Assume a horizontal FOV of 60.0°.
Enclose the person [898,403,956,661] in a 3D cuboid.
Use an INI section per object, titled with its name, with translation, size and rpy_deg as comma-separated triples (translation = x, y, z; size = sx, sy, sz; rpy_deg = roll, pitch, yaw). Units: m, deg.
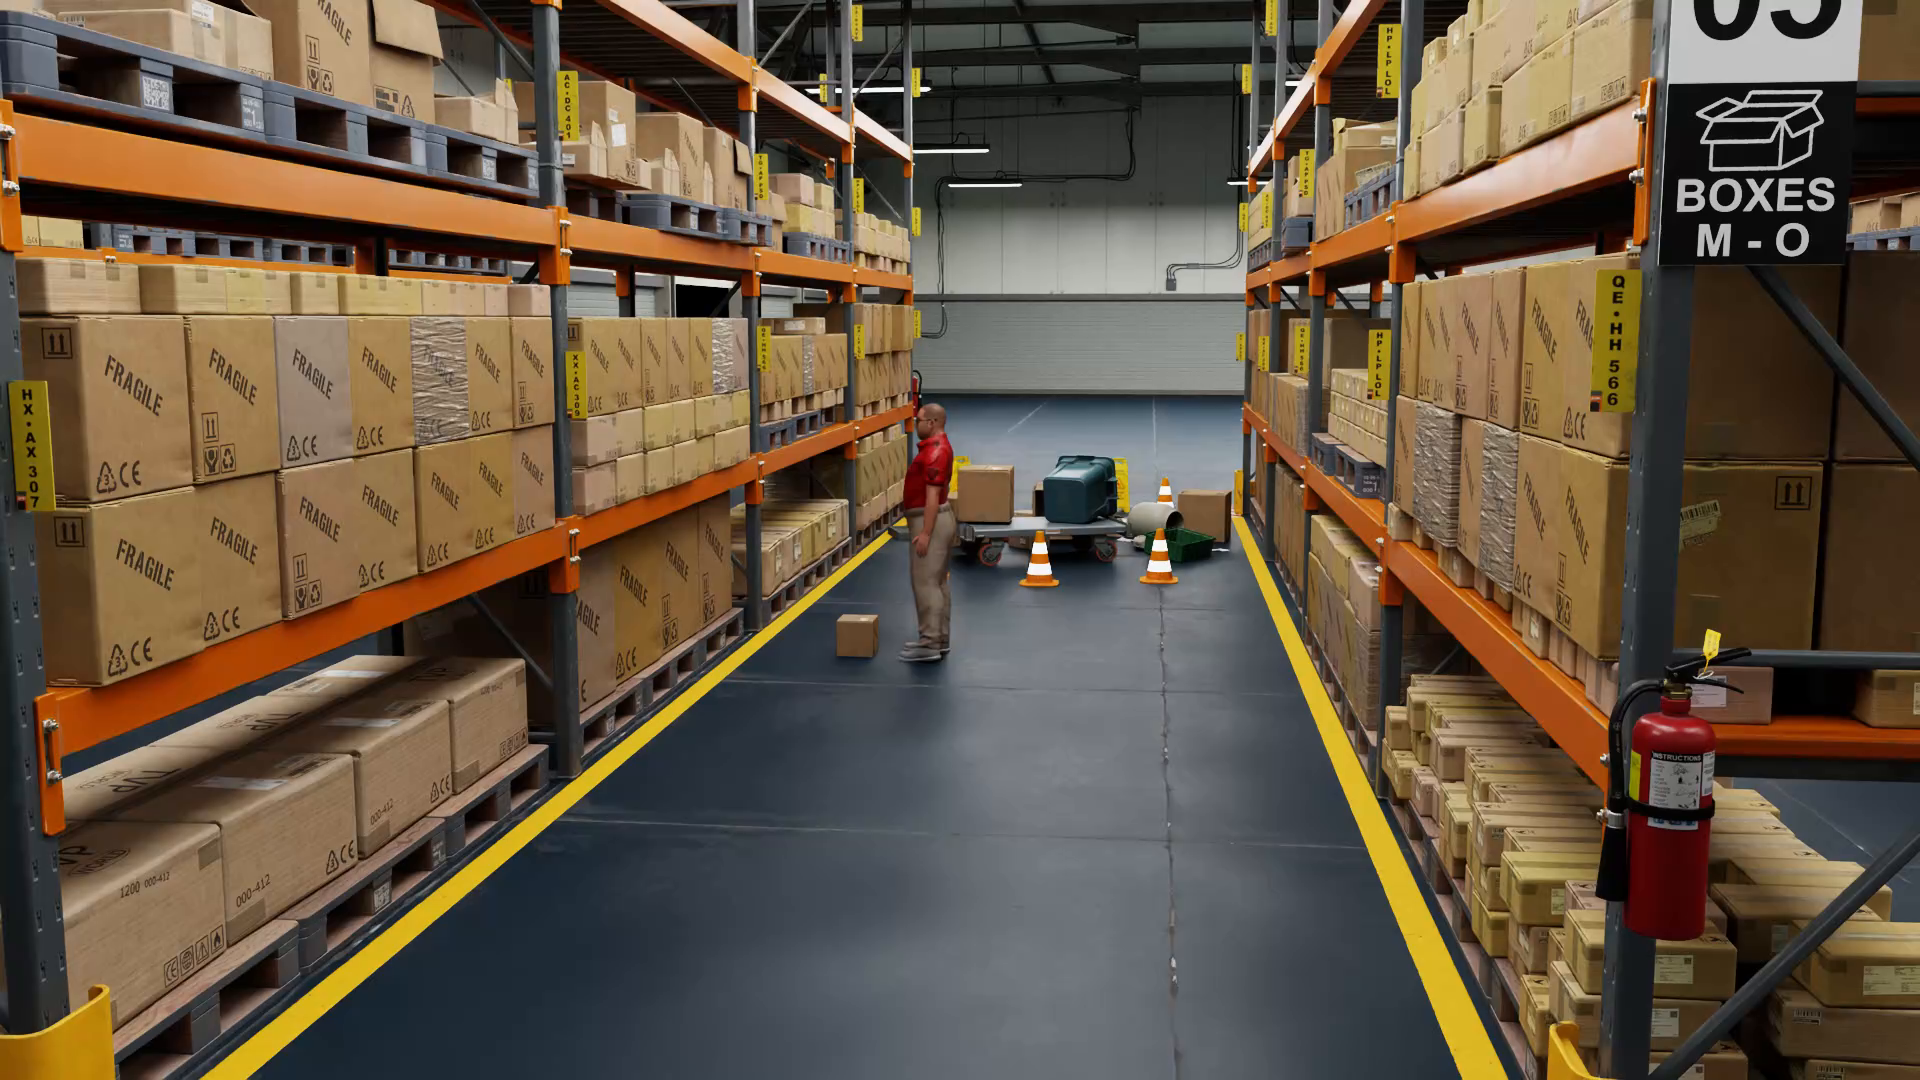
[person]
translation = -0.222, -0.060, 11.335
size = 0.377, 1.740, 0.550
rpy_deg = 1, 8, 6
